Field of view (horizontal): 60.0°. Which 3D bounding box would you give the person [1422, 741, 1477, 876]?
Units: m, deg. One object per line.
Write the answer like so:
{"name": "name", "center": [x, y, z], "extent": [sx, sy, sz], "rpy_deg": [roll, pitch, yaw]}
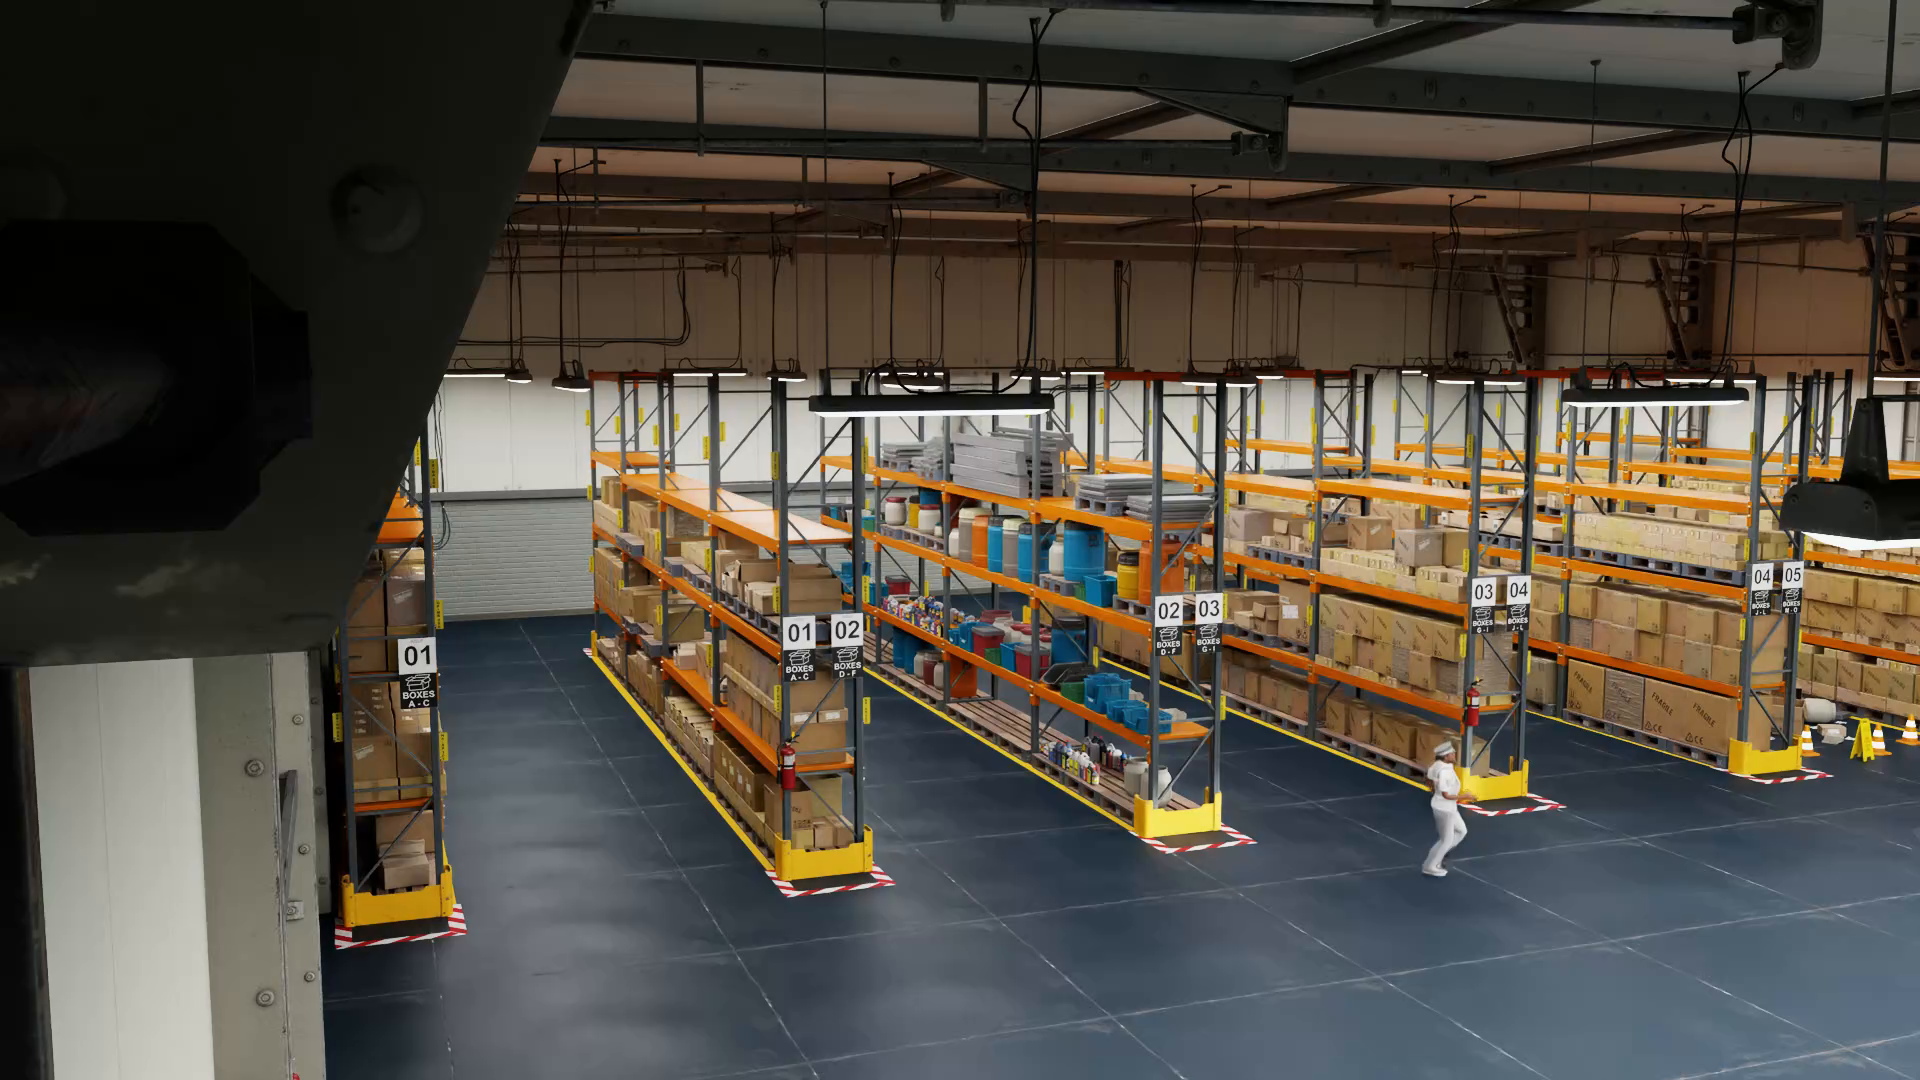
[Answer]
{"name": "person", "center": [5.936, 3.251, 20.158], "extent": [0.611, 1.665, 0.554], "rpy_deg": [1, 6, 11]}

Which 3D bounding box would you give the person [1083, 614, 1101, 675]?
{"name": "person", "center": [2.369, 2.085, 30.986], "extent": [0.577, 1.636, 0.711], "rpy_deg": [-4, 8, -32]}
